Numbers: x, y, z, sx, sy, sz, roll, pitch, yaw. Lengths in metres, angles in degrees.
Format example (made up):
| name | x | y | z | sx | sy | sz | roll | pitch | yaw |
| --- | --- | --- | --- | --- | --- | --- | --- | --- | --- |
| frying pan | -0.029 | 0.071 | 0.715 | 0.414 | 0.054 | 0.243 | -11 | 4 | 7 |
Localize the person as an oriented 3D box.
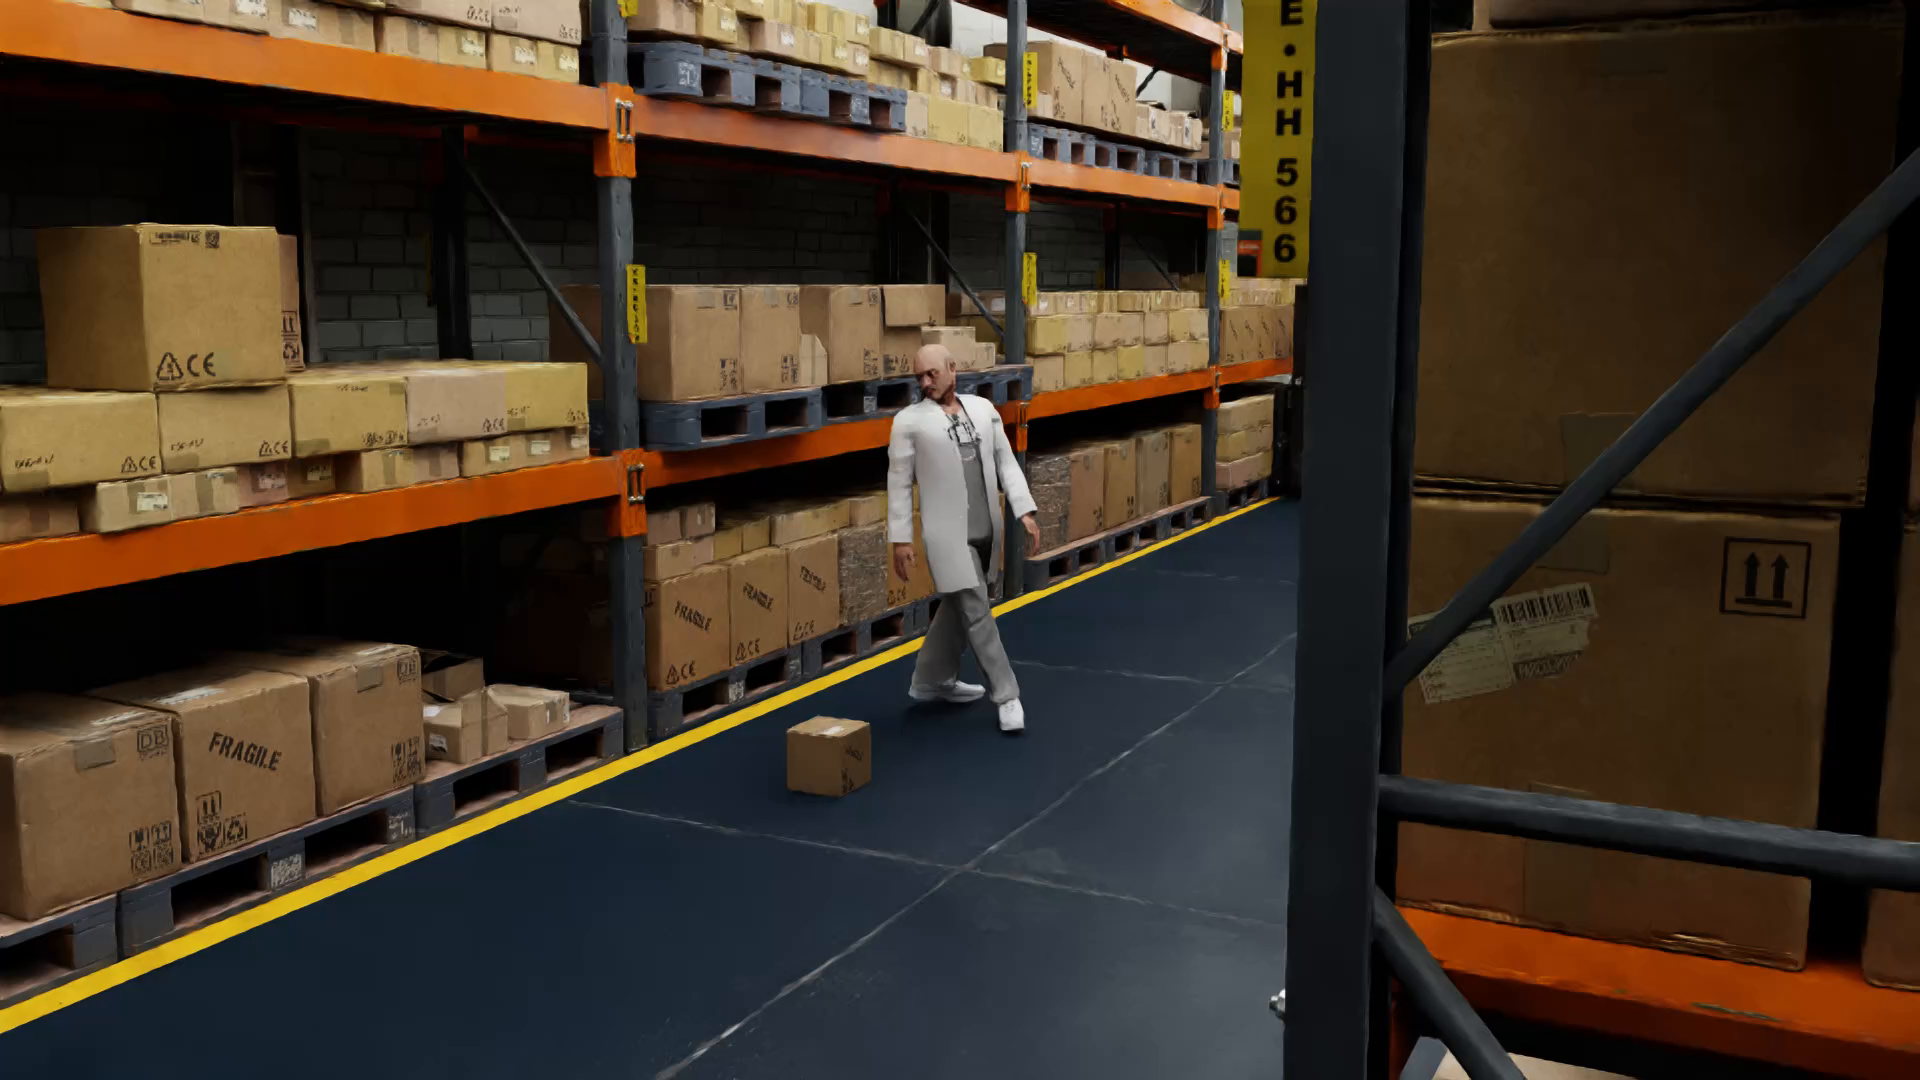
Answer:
| name | x | y | z | sx | sy | sz | roll | pitch | yaw |
| --- | --- | --- | --- | --- | --- | --- | --- | --- | --- |
| person | 0.014 | -0.025 | 7.631 | 0.615 | 1.742 | 0.763 | -8 | 12 | -42 |
